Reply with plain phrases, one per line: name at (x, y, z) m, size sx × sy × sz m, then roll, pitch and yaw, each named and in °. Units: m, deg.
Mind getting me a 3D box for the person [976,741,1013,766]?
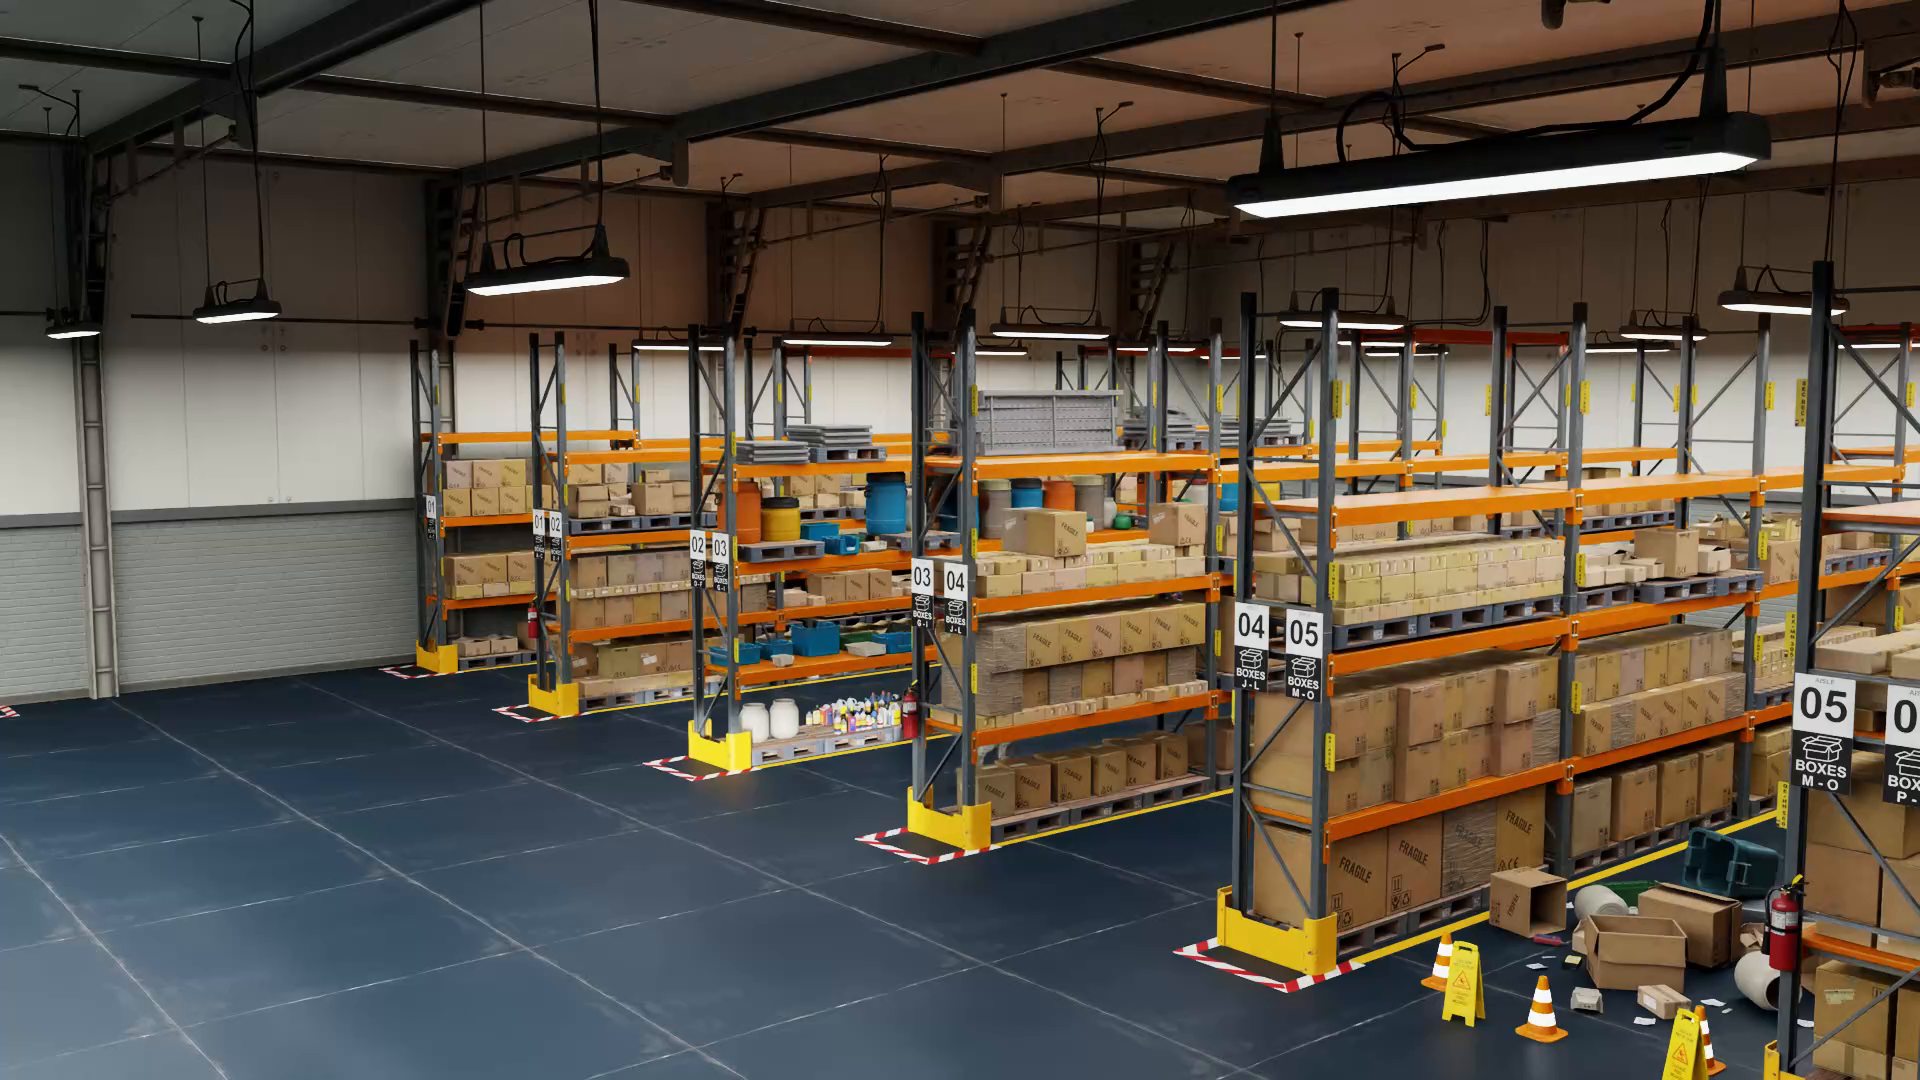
person at (0.495, 2.258, 21.766) m, size 0.668 × 1.772 × 0.550 m, roll -1°, pitch 5°, yaw -6°
